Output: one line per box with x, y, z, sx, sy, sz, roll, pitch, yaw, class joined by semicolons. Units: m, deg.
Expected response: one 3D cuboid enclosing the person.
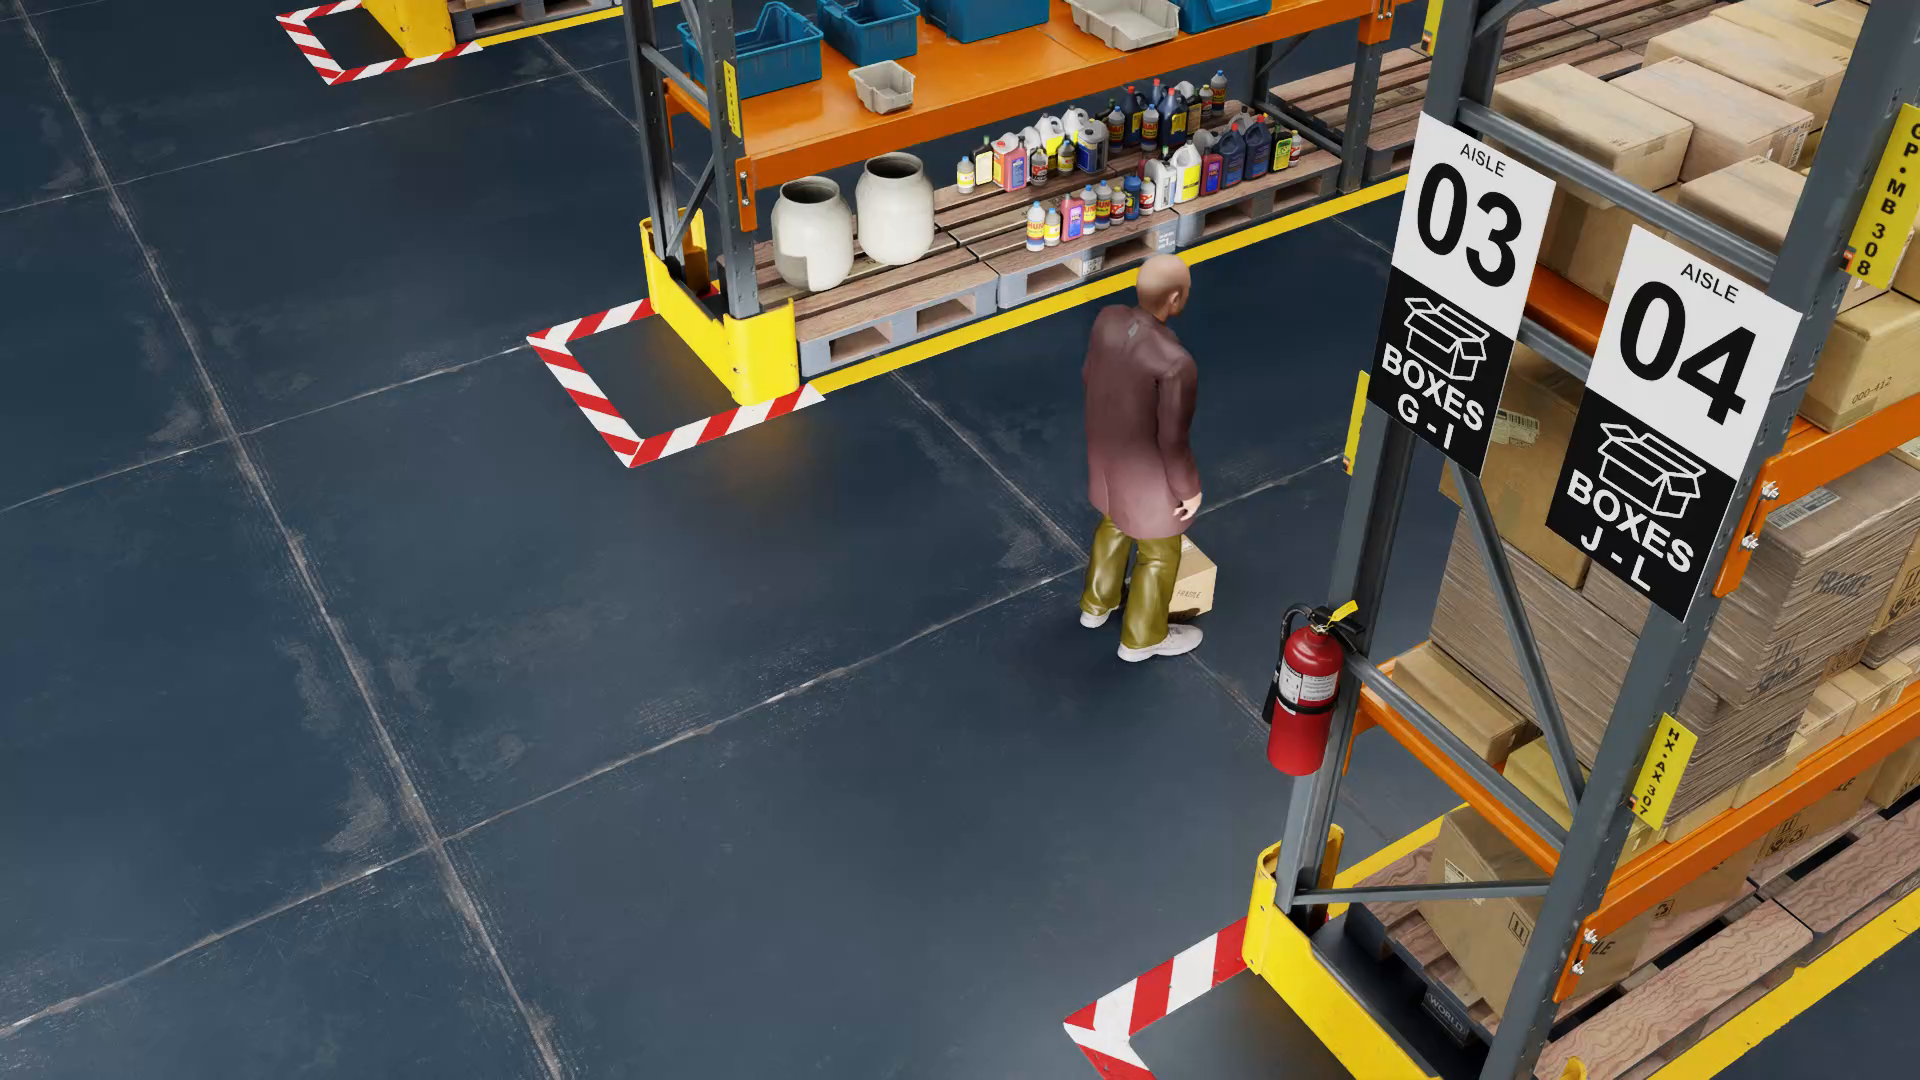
0.713;-0.317;6.543;0.424;1.774;0.643;-22;45;-24;person
